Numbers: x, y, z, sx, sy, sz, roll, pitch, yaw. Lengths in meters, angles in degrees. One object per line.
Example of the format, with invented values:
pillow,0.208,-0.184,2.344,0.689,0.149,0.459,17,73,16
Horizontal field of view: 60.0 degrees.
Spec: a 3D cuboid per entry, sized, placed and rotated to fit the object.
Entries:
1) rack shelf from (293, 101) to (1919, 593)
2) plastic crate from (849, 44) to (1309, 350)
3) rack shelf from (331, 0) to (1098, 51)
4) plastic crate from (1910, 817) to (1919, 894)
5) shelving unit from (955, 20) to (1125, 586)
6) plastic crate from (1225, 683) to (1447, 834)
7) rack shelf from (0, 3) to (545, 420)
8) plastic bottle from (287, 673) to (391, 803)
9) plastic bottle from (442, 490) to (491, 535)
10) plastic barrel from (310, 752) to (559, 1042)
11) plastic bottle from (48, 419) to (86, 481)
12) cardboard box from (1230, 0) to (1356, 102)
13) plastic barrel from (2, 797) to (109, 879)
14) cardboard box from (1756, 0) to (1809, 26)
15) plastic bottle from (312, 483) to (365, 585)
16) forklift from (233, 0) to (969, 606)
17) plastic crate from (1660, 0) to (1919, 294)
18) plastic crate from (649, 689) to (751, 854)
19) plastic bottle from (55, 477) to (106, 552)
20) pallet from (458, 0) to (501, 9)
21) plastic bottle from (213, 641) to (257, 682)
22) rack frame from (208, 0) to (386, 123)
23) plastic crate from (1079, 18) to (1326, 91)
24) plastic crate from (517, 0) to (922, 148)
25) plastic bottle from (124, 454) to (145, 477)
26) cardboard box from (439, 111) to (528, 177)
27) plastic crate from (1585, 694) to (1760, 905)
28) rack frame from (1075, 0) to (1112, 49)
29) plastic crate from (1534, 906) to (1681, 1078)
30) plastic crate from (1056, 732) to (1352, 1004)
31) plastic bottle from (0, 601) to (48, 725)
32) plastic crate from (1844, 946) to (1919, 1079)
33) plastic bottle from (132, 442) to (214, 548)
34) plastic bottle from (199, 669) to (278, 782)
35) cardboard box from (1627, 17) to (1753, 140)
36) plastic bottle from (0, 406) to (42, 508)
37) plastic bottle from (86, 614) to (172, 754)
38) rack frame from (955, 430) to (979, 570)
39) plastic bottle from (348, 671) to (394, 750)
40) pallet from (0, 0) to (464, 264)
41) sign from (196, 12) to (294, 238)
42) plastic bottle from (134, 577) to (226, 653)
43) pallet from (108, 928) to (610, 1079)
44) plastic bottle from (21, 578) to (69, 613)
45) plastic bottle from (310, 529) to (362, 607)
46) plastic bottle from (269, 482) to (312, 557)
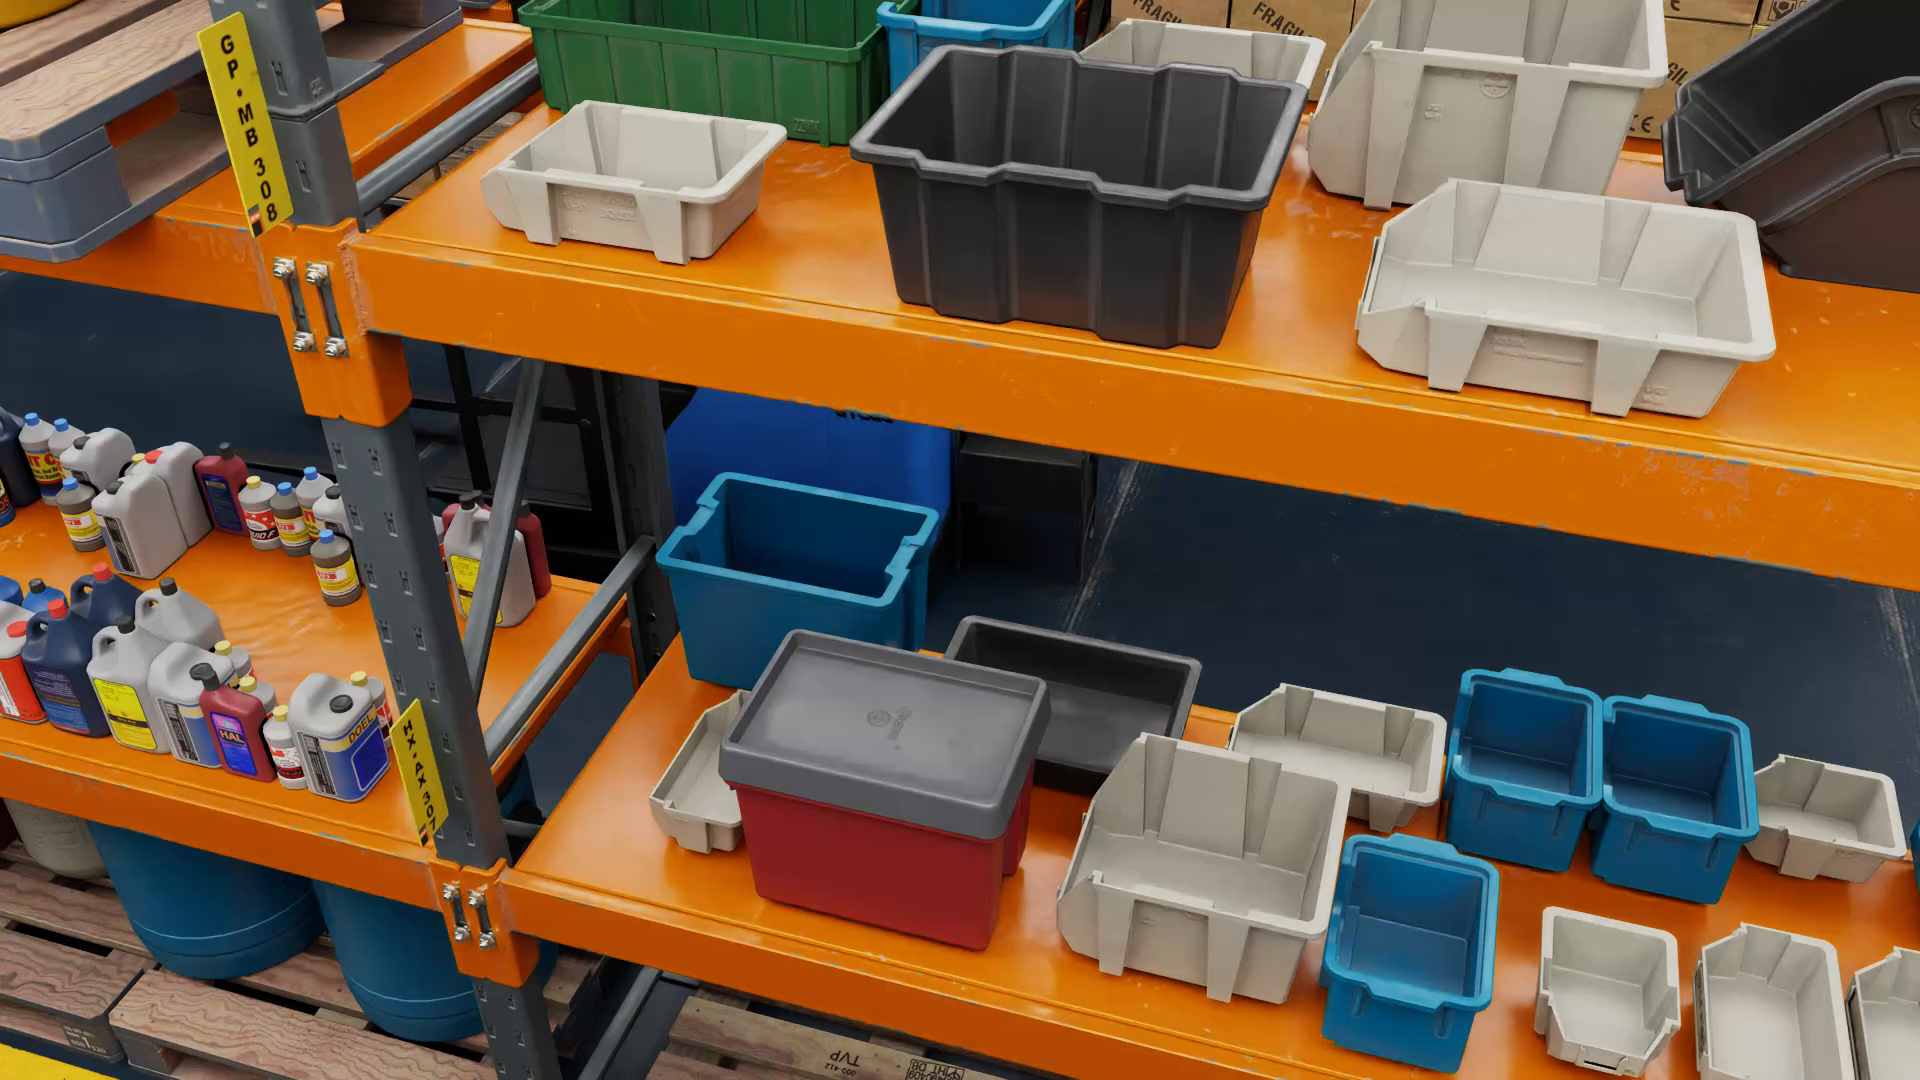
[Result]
rack shelf,0.988,-0.293,2.694,4.000,0.370,1.077,10,38,14
plastic crate,0.183,-0.509,2.490,0.590,0.269,0.497,10,38,14
rack shelf,-1.349,-2.594,8.350,4.000,0.370,1.077,10,38,14
plastic crate,2.132,0.676,3.392,0.300,0.233,0.416,10,38,14
shelving unit,0.269,-0.813,6.083,0.503,2.100,0.431,7,37,10
plastic crate,0.831,0.492,3.723,0.466,0.136,0.293,10,38,14
rack shelf,-2.830,-1.000,3.654,4.000,0.370,1.077,10,38,14
plastic bottle,-1.393,0.435,3.733,0.135,0.276,0.152,10,38,14
plastic bottle,-1.271,-0.011,4.333,0.133,0.283,0.061,10,38,14
plastic barrel,-1.435,0.842,4.491,0.708,0.901,0.600,10,38,14
plastic bottle,-2.457,-0.214,4.619,0.097,0.271,0.097,0,36,0
cardboard box,1.455,-2.237,7.175,0.500,0.500,0.500,11,38,15
plastic barrel,-2.623,0.724,4.981,0.421,0.512,0.421,0,36,0
cardboard box,3.389,-2.278,6.386,0.500,0.500,0.500,12,38,15
plastic bottle,-1.598,-0.040,4.379,0.135,0.276,0.152,10,38,14
forklift,-1.476,-1.341,6.099,3.031,2.935,1.130,7,37,10
plastic crate,1.521,-0.630,2.597,0.767,0.338,0.504,10,38,14
plastic crate,-0.519,0.517,3.689,0.243,0.136,0.396,10,38,14
plastic bottle,-2.373,-0.076,4.491,0.097,0.201,0.097,0,36,0
pallet,-2.590,-3.080,8.565,1.003,0.211,1.213,10,38,14
plastic bottle,-1.722,0.327,3.943,0.097,0.201,0.097,0,36,0
rack frame,-0.921,-2.144,2.072,0.127,3.000,1.000,10,38,14
plastic crate,0.407,-0.820,3.026,0.466,0.136,0.293,10,38,14
plastic crate,-0.426,-0.947,3.154,0.662,0.188,0.450,10,38,14
plastic bottle,-2.235,-0.145,4.584,0.097,0.201,0.097,0,36,0
cardboard box,-2.407,-2.076,8.778,0.500,0.500,0.500,9,37,12
plastic crate,1.503,0.560,3.550,0.300,0.233,0.416,10,38,14
rack frame,0.560,-2.530,7.657,0.127,3.000,1.000,10,38,14
plastic crate,1.231,0.883,3.192,0.250,0.136,0.298,10,38,14
plastic crate,0.482,0.670,3.359,0.530,0.282,0.437,10,38,14
plastic bottle,-2.223,0.281,3.942,0.135,0.276,0.152,10,38,14
plastic crate,1.793,0.960,3.087,0.243,0.136,0.396,10,38,14
plastic bottle,-2.133,-0.139,4.513,0.135,0.276,0.152,10,38,14
plastic bottle,-1.628,0.417,3.751,0.133,0.283,0.061,10,38,14
cardboard box,2.899,-1.969,6.811,0.500,0.500,0.500,11,38,14
plastic bottle,-2.691,-0.275,4.635,0.185,0.351,0.144,10,38,14
plastic bottle,-1.896,0.315,3.834,0.185,0.351,0.144,10,38,14
rack frame,0.030,-0.843,6.124,0.015,2.100,0.400,7,37,10
plastic bottle,-1.374,0.391,3.855,0.097,0.201,0.097,0,36,0
pallet,-1.698,-0.943,3.130,1.003,0.211,1.213,10,38,14
sign,-1.086,-0.629,2.536,0.005,0.325,0.100,10,38,14
plastic bottle,-1.853,0.233,3.945,0.185,0.351,0.144,10,38,14
pallet,-1.645,1.235,4.894,1.213,0.211,1.003,10,38,14
plastic bottle,-2.204,0.209,4.043,0.097,0.271,0.097,0,36,0
plastic bottle,-1.618,0.064,4.300,0.097,0.201,0.097,0,36,0
plastic bottle,-1.794,-0.063,4.473,0.097,0.201,0.097,0,36,0
